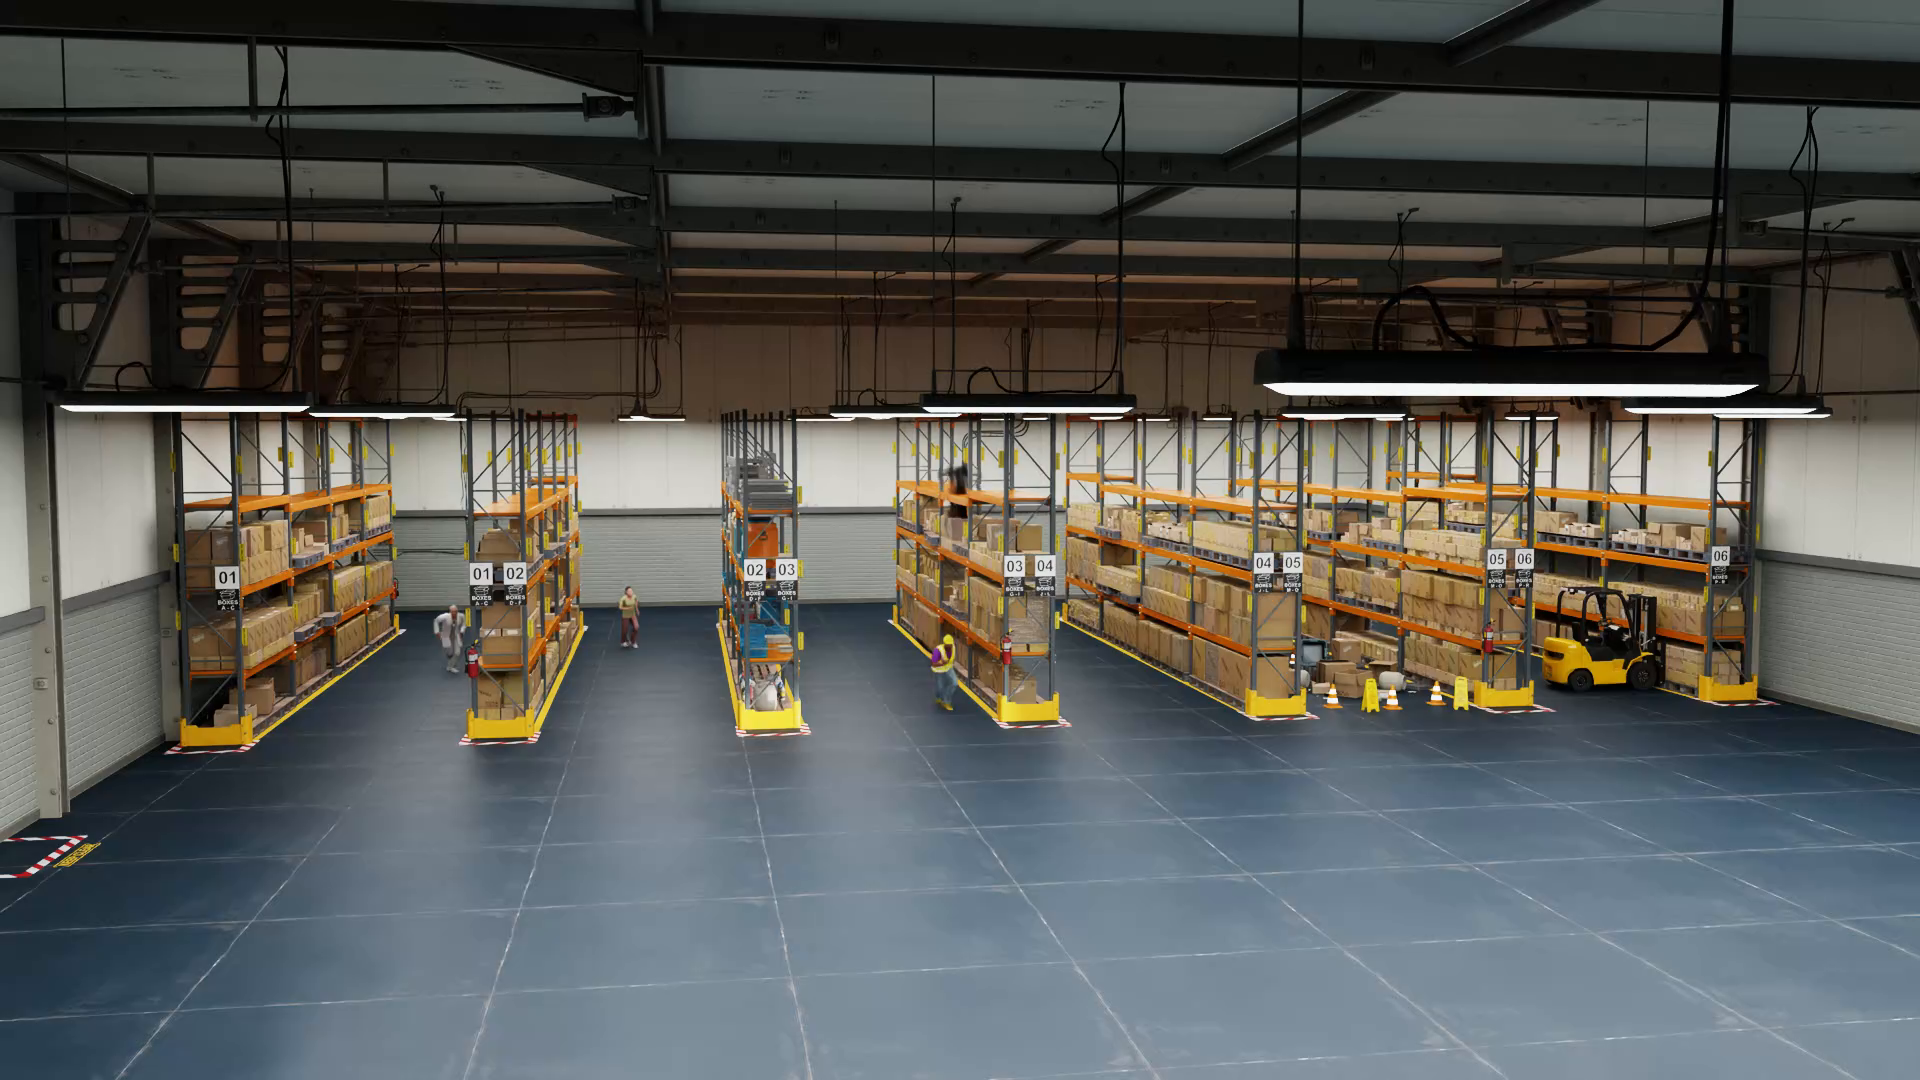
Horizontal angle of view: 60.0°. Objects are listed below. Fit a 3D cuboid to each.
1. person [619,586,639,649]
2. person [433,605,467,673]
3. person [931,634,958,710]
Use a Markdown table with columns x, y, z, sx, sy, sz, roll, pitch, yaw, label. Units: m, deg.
| x | y | z | sx | sy | sz | roll | pitch | yaw | label |
| --- | --- | --- | --- | --- | --- | --- | --- | --- | --- |
| -8.438 | 1.968 | 42.382 | 0.585 | 1.615 | 0.916 | -2 | 5 | -29 | person |
| -11.745 | 2.269 | 38.278 | 0.738 | 1.590 | 0.888 | -2 | 4 | -27 | person |
| -0.362 | 2.603 | 33.256 | 0.676 | 1.527 | 1.148 | -2 | 4 | -24 | person |
